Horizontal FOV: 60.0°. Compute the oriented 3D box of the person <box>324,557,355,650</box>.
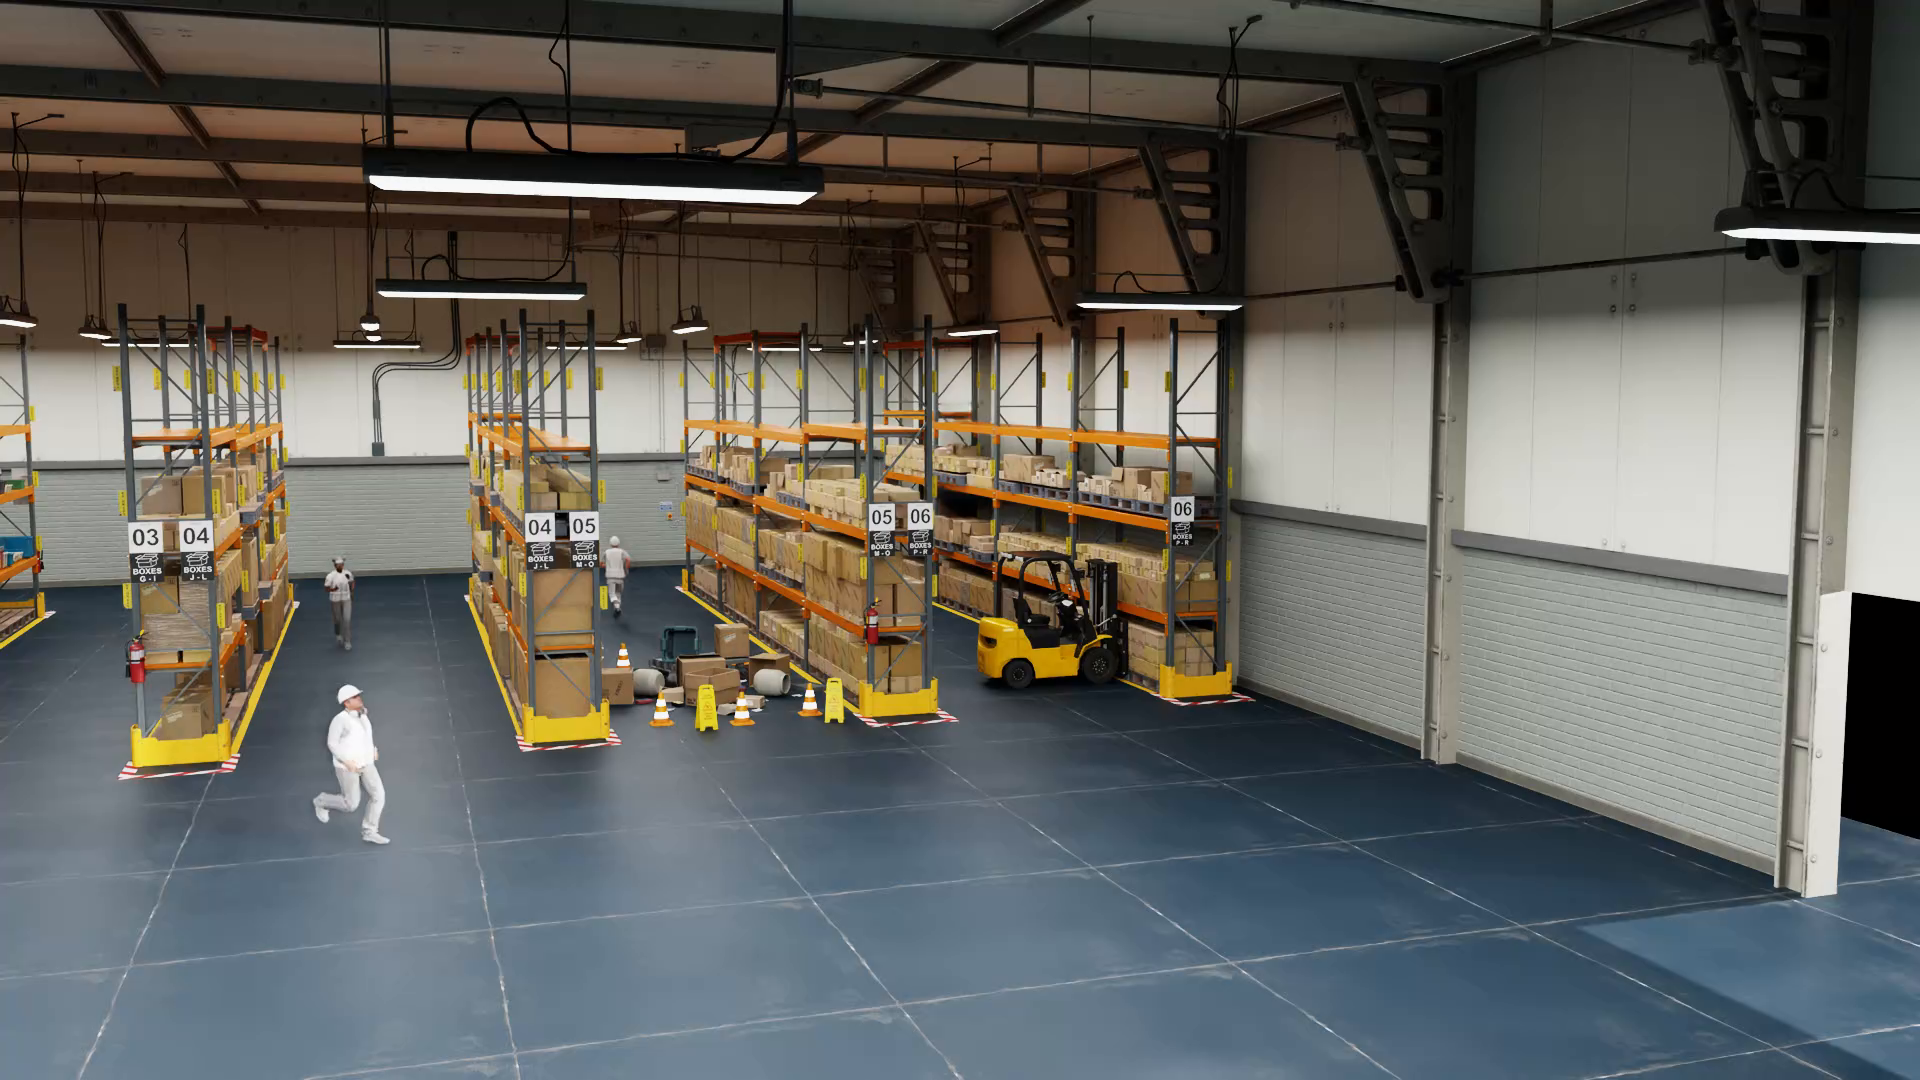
[{"bbox_3d":[-11.708,1.166,31.429,0.576,1.715,0.890,-3,6,-25],"label":"person"}]

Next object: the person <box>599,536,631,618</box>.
[{"bbox_3d":[-7.226,0.823,34.747,0.622,1.800,1.153,-2,6,-23],"label":"person"}]

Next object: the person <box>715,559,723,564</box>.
[{"bbox_3d":[-5.760,0.275,41.493,0.764,1.649,0.706,2,6,17],"label":"person"}]

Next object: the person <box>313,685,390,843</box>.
[{"bbox_3d":[-6.645,2.443,18.160,0.837,1.737,0.657,2,6,19],"label":"person"}]
